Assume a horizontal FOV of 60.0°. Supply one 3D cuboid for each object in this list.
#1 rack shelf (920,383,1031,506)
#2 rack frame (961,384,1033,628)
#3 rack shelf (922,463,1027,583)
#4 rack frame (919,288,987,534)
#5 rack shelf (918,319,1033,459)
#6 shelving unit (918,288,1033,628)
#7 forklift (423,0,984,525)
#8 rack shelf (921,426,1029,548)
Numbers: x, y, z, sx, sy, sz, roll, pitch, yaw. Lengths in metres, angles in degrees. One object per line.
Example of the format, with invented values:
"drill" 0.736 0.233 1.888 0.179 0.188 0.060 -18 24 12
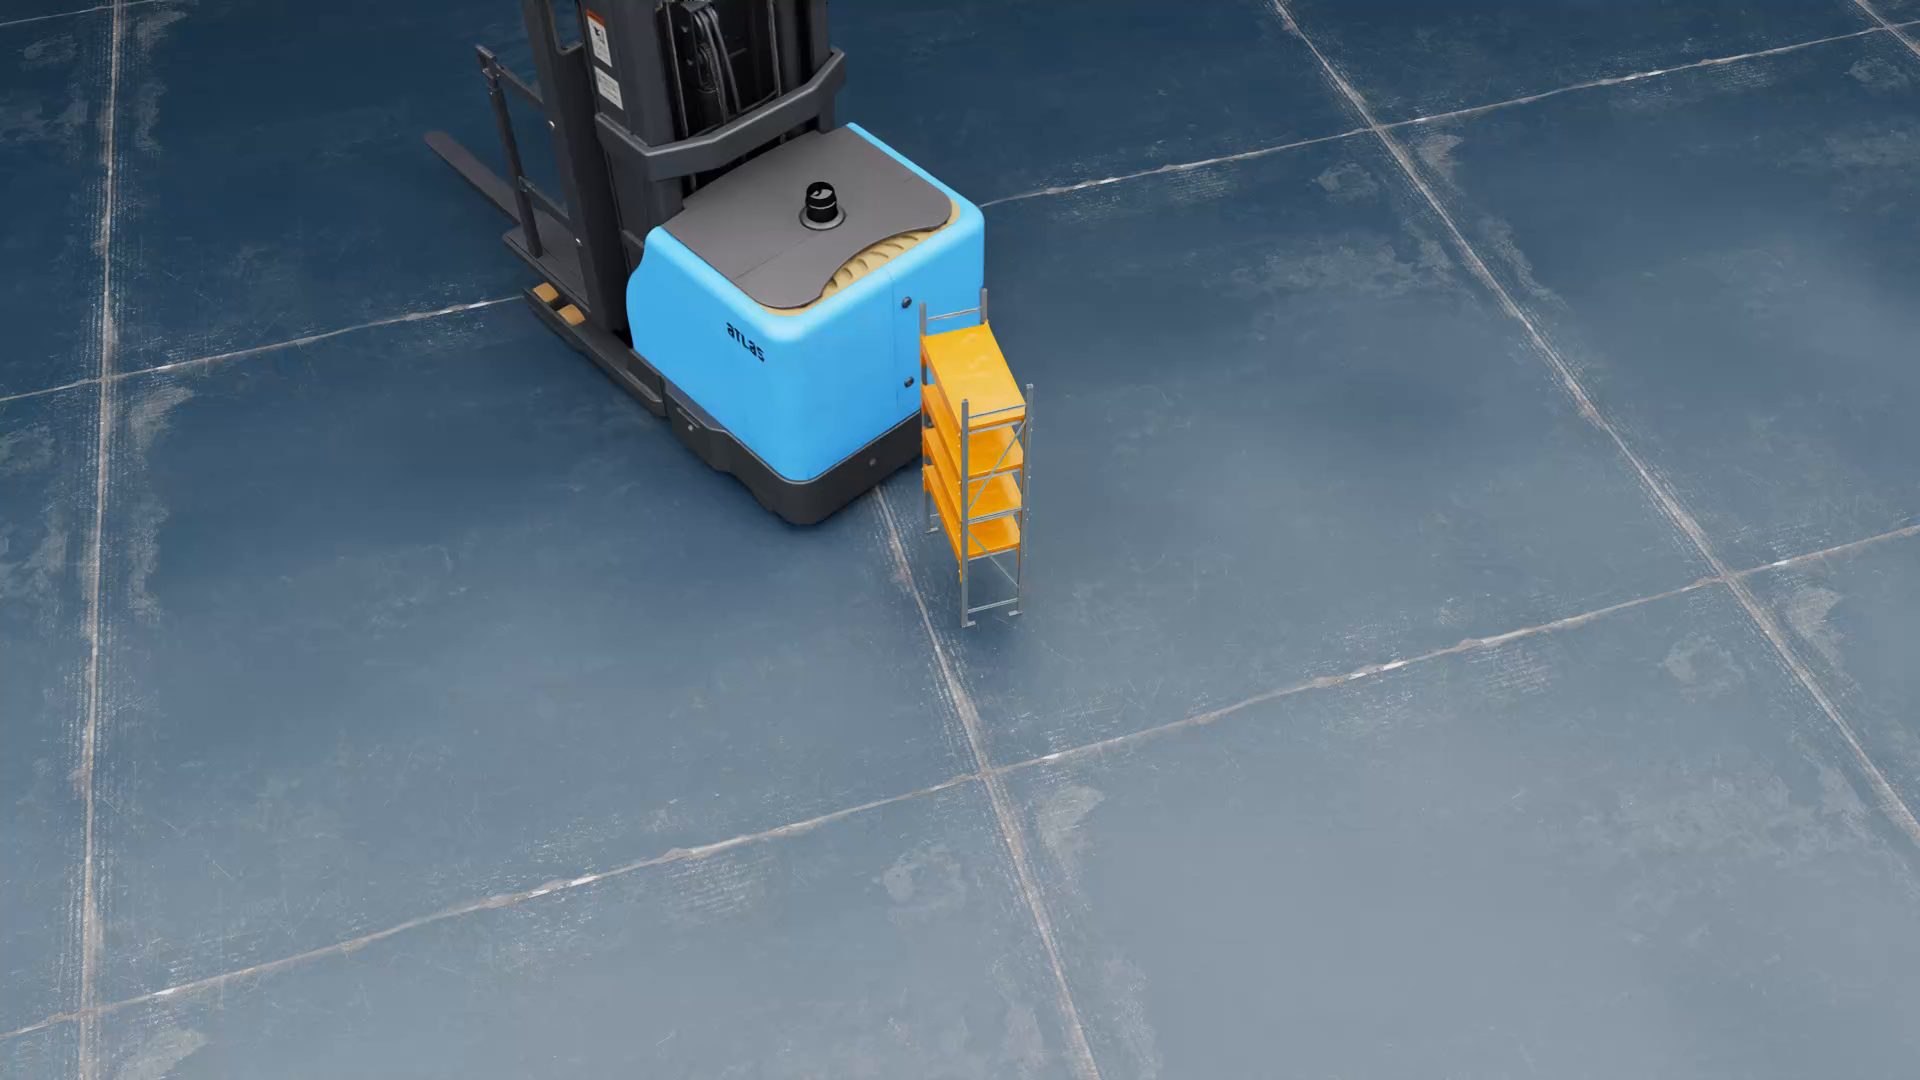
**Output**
"rack shelf" 0.049 -0.367 5.859 0.258 0.148 0.480 -13 51 -11
"rack frame" 0.121 -0.088 5.829 0.240 1.200 0.015 -13 51 -11
"rack shelf" 0.049 -0.094 6.182 0.258 0.148 0.480 -13 51 -11
"rack frame" -0.023 -0.444 6.129 0.240 1.200 0.015 -13 51 -11
"rack shelf" 0.049 -0.519 5.679 0.258 0.148 0.480 -13 51 -11
"shelving unit" 0.049 -0.266 5.979 0.258 1.200 0.503 -13 51 -11
"forklift" -1.265 -2.043 6.345 1.130 2.935 3.031 -35 58 -26
"rack shelf" 0.049 -0.222 6.030 0.258 0.148 0.480 -13 51 -11
